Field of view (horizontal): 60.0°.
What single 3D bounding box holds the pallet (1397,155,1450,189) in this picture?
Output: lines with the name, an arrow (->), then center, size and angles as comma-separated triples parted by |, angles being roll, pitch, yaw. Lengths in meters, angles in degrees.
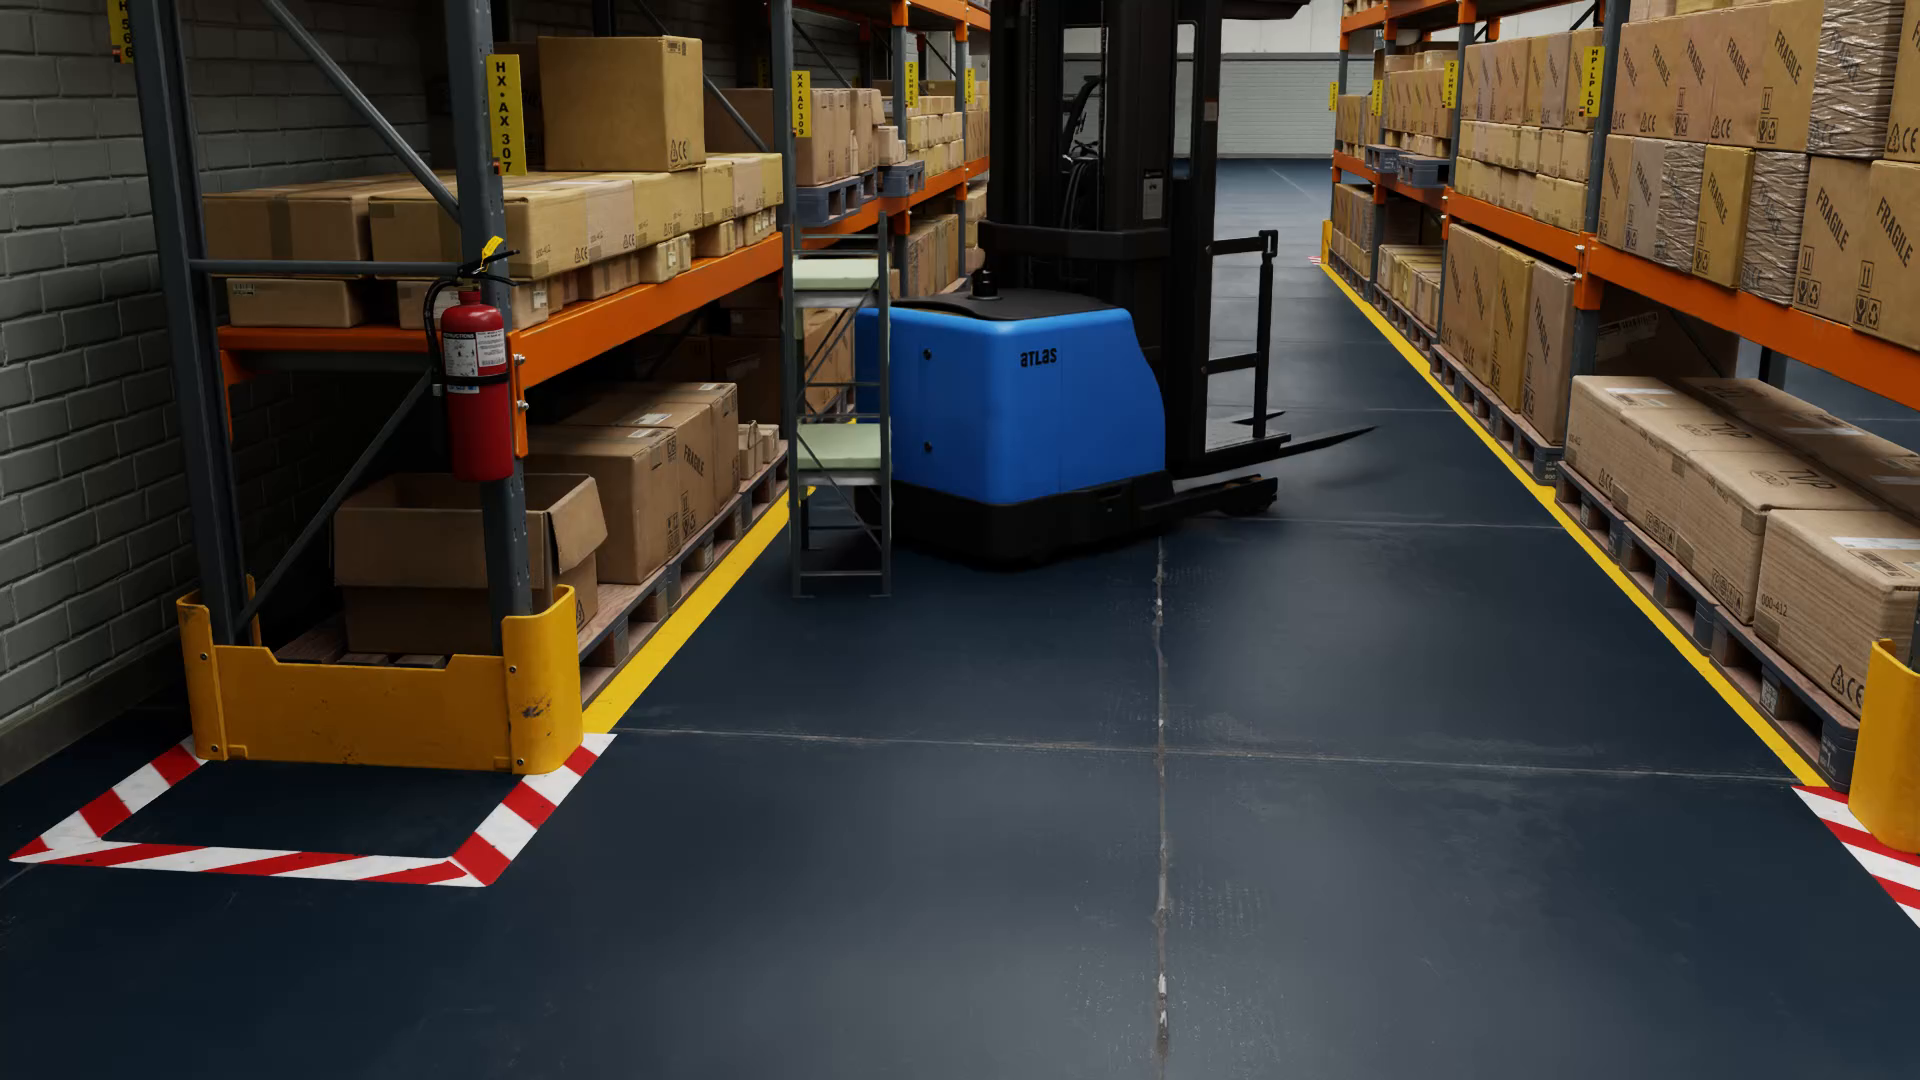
pallet -> 4.008, -2.802, 12.645 | 1.213, 0.211, 1.003 | 2, 15, 6

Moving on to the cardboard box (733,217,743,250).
cardboard box -> -1.205, -1.399, 7.572 | 0.380, 0.149, 0.250 | 2, 15, 8

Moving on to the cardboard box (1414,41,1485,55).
cardboard box -> 4.749, -4.526, 15.977 | 0.700, 0.500, 0.500 | 2, 15, 6

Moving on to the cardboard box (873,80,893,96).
cardboard box -> -0.712, -4.486, 16.501 | 0.380, 0.149, 0.250 | 2, 15, 6

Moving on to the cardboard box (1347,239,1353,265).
cardboard box -> 4.396, -3.051, 17.661 | 0.500, 0.250, 0.500 | 2, 15, 7

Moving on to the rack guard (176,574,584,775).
rack guard -> -1.794, 0.410, 5.187 | 1.175, 0.500, 0.348 | 2, 15, 6

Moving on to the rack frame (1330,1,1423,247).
rack frame -> 4.936, -4.781, 19.598 | 1.000, 3.000, 0.127 | 2, 15, 6

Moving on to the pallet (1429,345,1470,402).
pallet -> 3.869, -1.158, 11.541 | 1.003, 0.211, 1.213 | 2, 15, 6

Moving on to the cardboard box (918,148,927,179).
cardboard box -> -0.545, -3.017, 13.362 | 0.500, 0.250, 0.500 | 1, 15, 5

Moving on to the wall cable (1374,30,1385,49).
wall cable -> 13.492, -17.532, 48.746 | 2.305, 6.003, 0.169 | 2, 15, 6

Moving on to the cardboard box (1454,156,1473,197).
cardboard box -> 3.728, -2.515, 11.502 | 0.500, 0.250, 0.500 | 1, 15, 5

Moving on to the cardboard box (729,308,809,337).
cardboard box -> -1.046, -1.209, 9.127 | 0.380, 0.149, 0.250 | 2, 15, 9

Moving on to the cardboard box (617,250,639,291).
cardboard box -> -1.401, -1.002, 6.102 | 0.380, 0.149, 0.250 | 2, 15, 7

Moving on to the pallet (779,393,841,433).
pallet -> -1.297, -0.680, 9.773 | 1.003, 0.211, 1.213 | 2, 15, 6

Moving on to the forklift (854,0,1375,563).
forklift -> 0.933, -1.617, 8.026 | 3.031, 2.935, 1.130 | -13, 20, -41

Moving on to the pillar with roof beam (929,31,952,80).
pillar with roof beam -> 3.984, -9.098, 24.068 | 9.100, 9.000, 0.400 | 2, 15, 6

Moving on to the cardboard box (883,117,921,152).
cardboard box -> -0.582, -3.128, 12.812 | 0.500, 0.250, 0.500 | 2, 15, 6

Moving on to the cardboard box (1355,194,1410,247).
cardboard box -> 4.340, -3.275, 17.052 | 0.500, 0.500, 0.500 | 2, 15, 7

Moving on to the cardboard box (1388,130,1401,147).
cardboard box -> 4.071, -3.627, 15.005 | 0.380, 0.149, 0.250 | 2, 15, 7

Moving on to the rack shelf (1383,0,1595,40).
rack shelf -> 4.259, -4.326, 13.545 | 1.077, 0.370, 4.000 | 2, 15, 6

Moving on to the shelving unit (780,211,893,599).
shelving unit -> -0.498, -0.583, 6.944 | 0.431, 1.500, 0.755 | -1, 15, -2

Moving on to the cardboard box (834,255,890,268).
cardboard box -> -0.704, -1.954, 11.882 | 0.380, 0.149, 0.250 | 1, 15, 3

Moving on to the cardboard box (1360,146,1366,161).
cardboard box -> 4.329, -3.979, 17.110 | 0.380, 0.149, 0.250 | 1, 15, 5

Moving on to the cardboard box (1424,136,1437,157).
cardboard box -> 3.778, -3.018, 12.754 | 0.380, 0.149, 0.250 | 2, 15, 6

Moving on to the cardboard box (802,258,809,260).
cardboard box -> -1.273, -1.900, 11.683 | 0.380, 0.149, 0.250 | 2, 15, 7

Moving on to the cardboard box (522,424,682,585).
cardboard box -> -1.504, -0.149, 6.452 | 0.700, 0.500, 0.500 | 2, 15, 9

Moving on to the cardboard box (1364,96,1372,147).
cardboard box -> 4.339, -4.192, 16.657 | 0.500, 0.500, 0.500 | 2, 15, 8

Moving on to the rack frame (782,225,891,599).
rack frame -> -0.483, -0.487, 6.591 | 0.400, 1.500, 0.023 | -1, 15, -2

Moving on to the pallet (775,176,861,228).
pallet -> -1.152, -1.926, 9.405 | 1.003, 0.211, 1.213 | 2, 15, 6

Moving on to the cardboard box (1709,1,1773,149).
cardboard box -> 3.096, -1.690, 6.057 | 0.500, 0.500, 0.500 | 2, 15, 6

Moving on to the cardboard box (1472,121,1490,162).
cardboard box -> 3.671, -2.617, 10.924 | 0.500, 0.250, 0.500 | 2, 15, 8

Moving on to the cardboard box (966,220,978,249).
cardboard box -> -0.087, -3.122, 16.967 | 0.500, 0.250, 0.500 | 2, 15, 6

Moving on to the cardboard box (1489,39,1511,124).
cardboard box -> 3.614, -2.854, 10.363 | 0.500, 0.500, 0.500 | 2, 15, 8

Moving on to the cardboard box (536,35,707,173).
cardboard box -> -1.314, -1.709, 6.516 | 0.500, 0.500, 0.500 | 2, 15, 8

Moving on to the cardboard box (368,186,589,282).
cardboard box -> -1.483, -0.958, 5.175 | 0.500, 0.250, 0.500 | 2, 15, 7

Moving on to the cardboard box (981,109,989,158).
cardboard box -> 0.038, -4.442, 18.150 | 0.500, 0.500, 0.500 | 2, 15, 7

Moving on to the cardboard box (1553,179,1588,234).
cardboard box -> 3.382, -1.720, 8.565 | 0.500, 0.250, 0.500 | 1, 15, 5

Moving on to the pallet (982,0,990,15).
pallet -> -0.102, -6.149, 19.080 | 1.003, 0.211, 1.213 | 2, 15, 6

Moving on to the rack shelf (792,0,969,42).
rack shelf -> -0.674, -4.471, 14.082 | 1.077, 0.370, 4.000 | 2, 15, 6

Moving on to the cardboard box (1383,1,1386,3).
cardboard box -> 4.216, -5.162, 15.739 | 0.380, 0.149, 0.250 | 2, 15, 7

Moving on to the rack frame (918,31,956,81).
rack frame -> 0.003, -4.927, 20.135 | 1.000, 3.000, 0.127 | 2, 15, 6

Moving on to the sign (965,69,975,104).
sign -> 0.092, -4.396, 16.108 | 0.100, 0.325, 0.005 | 2, 15, 6

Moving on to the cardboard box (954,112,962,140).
cardboard box -> -0.249, -3.923, 15.754 | 0.500, 0.250, 0.500 | 1, 15, 5

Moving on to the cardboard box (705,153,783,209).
cardboard box -> -1.166, -1.746, 8.091 | 0.500, 0.250, 0.500 | 2, 15, 8

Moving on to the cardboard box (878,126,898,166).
cardboard box -> -0.697, -2.699, 11.379 | 0.500, 0.250, 0.500 | 1, 15, 4

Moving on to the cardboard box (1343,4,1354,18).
cardboard box -> 4.576, -6.032, 18.956 | 0.380, 0.149, 0.250 | 2, 15, 6

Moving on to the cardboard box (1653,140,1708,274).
cardboard box -> 3.145, -1.344, 6.695 | 0.500, 0.500, 0.500 | 2, 15, 7

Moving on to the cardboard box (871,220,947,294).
cardboard box -> -0.591, -2.609, 15.308 | 0.875, 0.625, 0.625 | 2, 15, 6

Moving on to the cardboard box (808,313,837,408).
cardboard box -> -1.022, -1.068, 9.848 | 0.500, 0.500, 0.500 | 1, 15, 6

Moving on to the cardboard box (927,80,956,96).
cardboard box -> -0.117, -4.468, 16.435 | 0.380, 0.149, 0.250 | 2, 15, 7

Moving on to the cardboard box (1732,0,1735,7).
cardboard box -> 3.194, -2.106, 6.354 | 0.380, 0.149, 0.250 | 2, 15, 6

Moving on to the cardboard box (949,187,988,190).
cardboard box -> 0.098, -3.761, 18.372 | 0.500, 0.250, 0.500 | 1, 15, 5

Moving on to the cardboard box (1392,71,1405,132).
cardboard box -> 4.021, -3.768, 14.283 | 0.500, 0.500, 0.500 | 2, 15, 6

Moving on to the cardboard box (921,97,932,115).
cardboard box -> -0.436, -3.622, 13.877 | 0.380, 0.149, 0.250 | 2, 15, 7

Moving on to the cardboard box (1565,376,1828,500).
cardboard box -> 3.404, -0.475, 7.777 | 0.875, 0.438, 0.875 | 1, 15, 5

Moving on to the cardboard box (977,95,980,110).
cardboard box -> 0.011, -4.591, 17.459 | 0.380, 0.149, 0.250 | 2, 15, 6

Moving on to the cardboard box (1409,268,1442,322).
cardboard box -> 4.182, -1.979, 13.462 | 0.950, 0.372, 0.625 | 1, 15, 5
